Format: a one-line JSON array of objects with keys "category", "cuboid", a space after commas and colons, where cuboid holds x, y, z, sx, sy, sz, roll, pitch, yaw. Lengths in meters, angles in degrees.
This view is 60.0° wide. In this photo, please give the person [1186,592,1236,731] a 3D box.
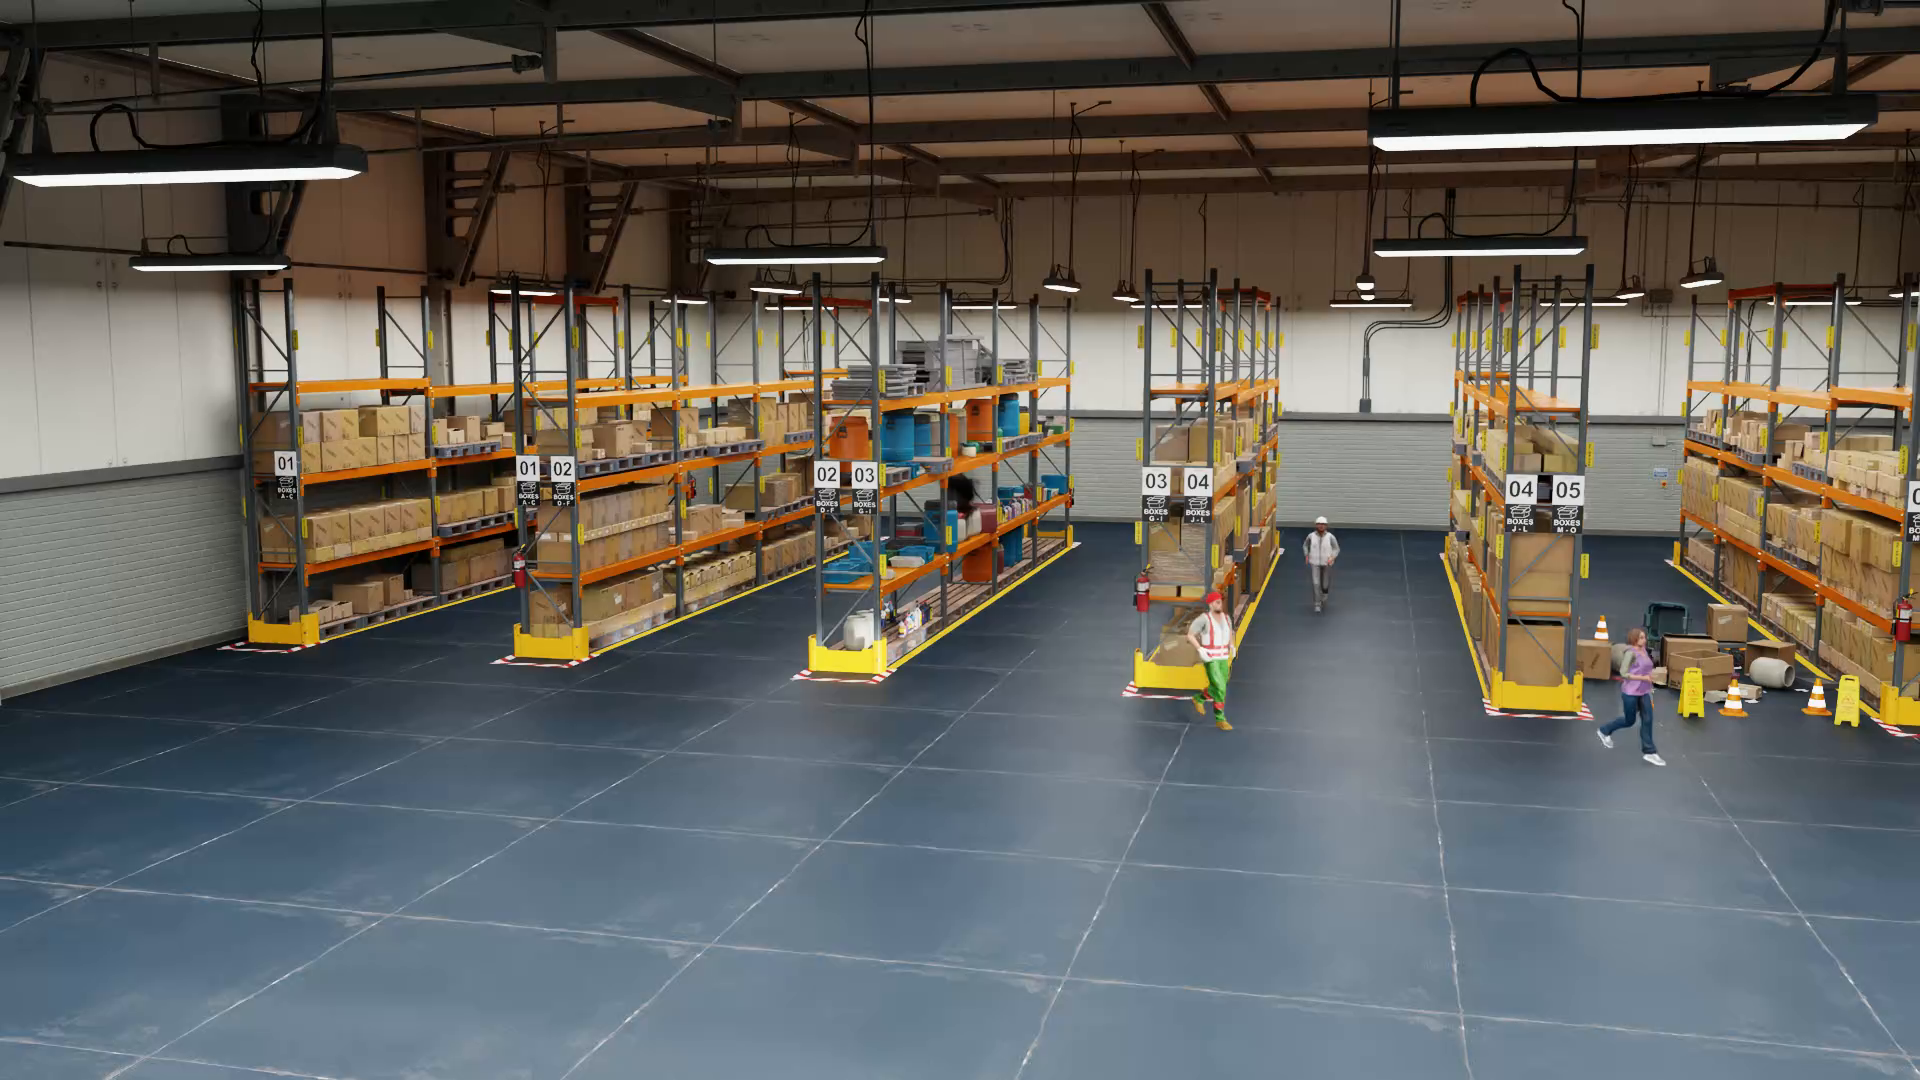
[{"category": "person", "cuboid": [3.268, 1.540, 21.628, 0.675, 1.768, 0.822, -5, 8, -34]}]

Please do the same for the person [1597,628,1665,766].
[{"category": "person", "cuboid": [8.031, 1.942, 19.795, 0.538, 1.369, 0.847, -5, 8, -33]}]

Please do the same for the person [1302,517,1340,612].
[{"category": "person", "cuboid": [6.694, 0.432, 30.901, 0.689, 1.745, 0.833, 2, 7, 14]}]
